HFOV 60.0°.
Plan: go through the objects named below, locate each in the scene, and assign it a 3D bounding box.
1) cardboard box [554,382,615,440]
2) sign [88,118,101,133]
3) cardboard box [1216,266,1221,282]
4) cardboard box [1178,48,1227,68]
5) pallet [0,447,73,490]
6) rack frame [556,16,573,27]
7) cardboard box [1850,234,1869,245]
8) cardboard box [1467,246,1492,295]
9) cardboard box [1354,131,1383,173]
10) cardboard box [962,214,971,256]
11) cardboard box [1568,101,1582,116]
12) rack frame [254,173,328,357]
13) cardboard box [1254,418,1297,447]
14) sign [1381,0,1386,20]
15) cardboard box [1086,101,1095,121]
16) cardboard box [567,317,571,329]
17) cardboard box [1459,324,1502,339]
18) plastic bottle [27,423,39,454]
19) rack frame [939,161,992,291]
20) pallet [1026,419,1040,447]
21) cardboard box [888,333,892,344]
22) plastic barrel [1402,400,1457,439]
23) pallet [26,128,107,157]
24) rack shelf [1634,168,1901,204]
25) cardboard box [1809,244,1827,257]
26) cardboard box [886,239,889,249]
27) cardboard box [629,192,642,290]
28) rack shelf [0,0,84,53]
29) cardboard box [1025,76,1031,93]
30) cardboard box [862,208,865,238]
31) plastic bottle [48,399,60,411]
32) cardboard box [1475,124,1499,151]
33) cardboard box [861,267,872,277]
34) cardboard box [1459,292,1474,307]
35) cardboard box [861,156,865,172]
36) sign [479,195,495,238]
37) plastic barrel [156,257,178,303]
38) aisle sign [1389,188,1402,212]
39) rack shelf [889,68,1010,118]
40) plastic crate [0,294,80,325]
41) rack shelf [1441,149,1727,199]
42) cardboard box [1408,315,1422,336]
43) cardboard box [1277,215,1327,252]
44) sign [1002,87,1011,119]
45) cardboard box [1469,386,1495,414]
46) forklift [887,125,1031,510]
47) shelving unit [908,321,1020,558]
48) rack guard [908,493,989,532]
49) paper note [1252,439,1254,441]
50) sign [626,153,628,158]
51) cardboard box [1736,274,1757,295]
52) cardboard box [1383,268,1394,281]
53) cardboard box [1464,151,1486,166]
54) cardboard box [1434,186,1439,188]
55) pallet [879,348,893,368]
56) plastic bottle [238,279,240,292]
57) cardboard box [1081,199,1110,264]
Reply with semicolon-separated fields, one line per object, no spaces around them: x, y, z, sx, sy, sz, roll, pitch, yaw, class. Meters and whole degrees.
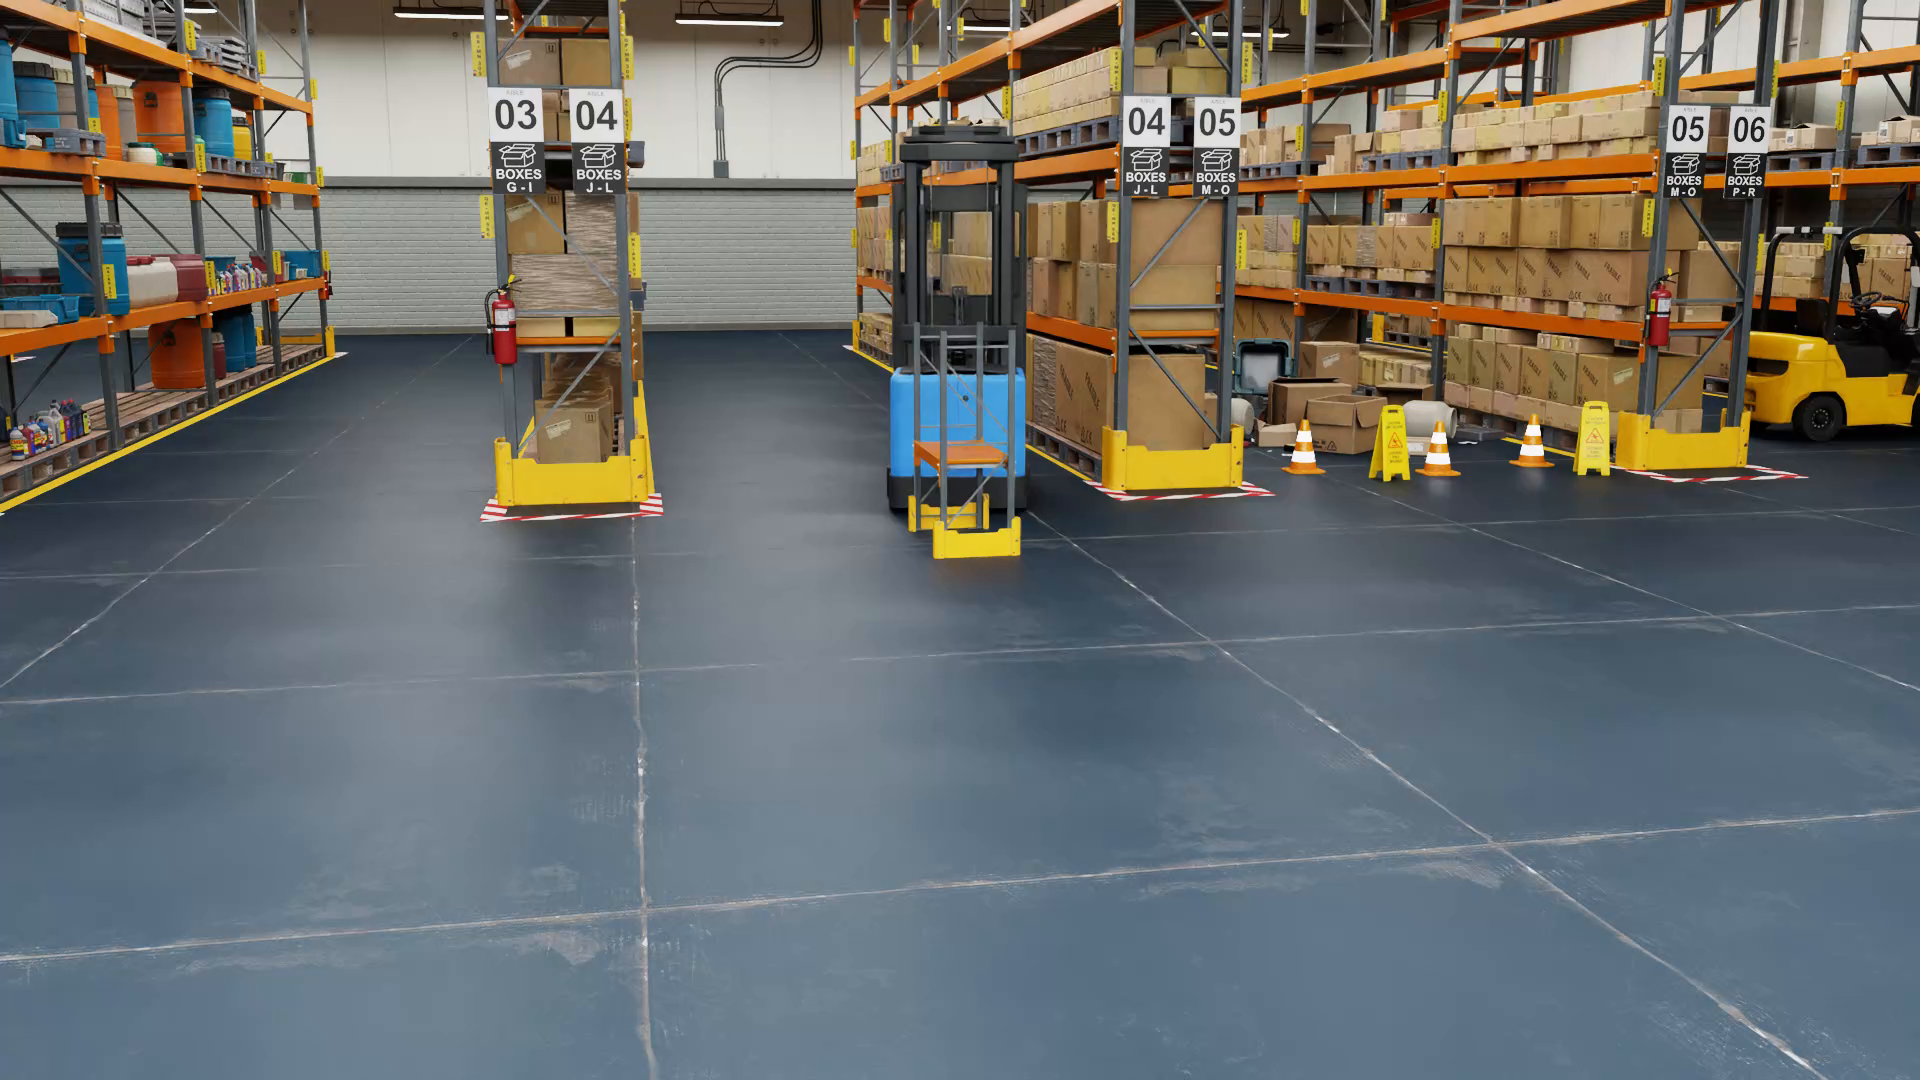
-3.513;-1.201;15.544;0.500;0.500;0.500;-3;11;-16;cardboard box
-8.184;-3.829;15.743;0.100;0.325;0.005;-2;11;-11;sign
4.226;-4.082;25.520;0.500;0.250;0.500;-2;11;-12;cardboard box
2.042;-4.011;13.875;0.380;0.149;0.250;-2;11;-10;cardboard box
-8.396;-0.614;14.358;1.003;0.211;1.213;-2;11;-11;pallet
-6.202;-7.661;27.879;1.000;3.000;0.127;-2;11;-11;rack frame
10.492;-3.499;19.260;0.380;0.149;0.250;-2;11;-10;cardboard box
5.786;-2.886;17.776;0.500;0.500;0.500;-2;11;-11;cardboard box
5.400;-4.852;20.870;0.797;0.503;0.637;-2;11;-11;cardboard box
0.416;-3.773;20.557;0.700;0.500;0.500;-2;11;-12;cardboard box
6.131;-4.170;16.100;0.380;0.149;0.250;-2;11;-13;cardboard box
-11.060;-4.534;27.493;1.000;3.000;0.127;-2;11;-11;rack frame
3.158;-1.083;16.678;0.396;0.266;0.258;0;11;-1;cardboard box
5.605;-7.073;22.082;0.100;0.325;0.005;-2;11;-11;sign
1.299;-3.689;14.313;0.380;0.149;0.250;-2;11;-10;cardboard box
-3.536;-1.884;14.245;0.380;0.149;0.250;-2;11;-11;cardboard box
5.668;-2.273;18.105;0.380;0.149;0.250;-2;11;-10;cardboard box
-8.062;-0.882;14.427;0.097;0.271;0.097;0;11;0;plastic bottle
0.239;-3.408;21.581;1.000;3.000;0.127;-2;11;-11;rack frame
1.088;-1.163;17.240;1.003;0.211;1.213;-2;11;-11;pallet
-0.912;-3.140;25.878;0.380;0.149;0.250;-2;11;-10;cardboard box
4.744;-1.198;16.857;0.512;0.421;0.421;6;12;28;plastic barrel
-8.490;-3.585;14.991;1.213;0.211;1.003;-2;11;-11;pallet
10.332;-4.541;21.436;1.077;0.370;4.000;-2;11;-11;rack shelf
10.437;-3.477;19.939;0.380;0.149;0.250;-2;11;-9;cardboard box
-0.913;-4.428;24.897;0.380;0.149;0.250;-2;11;-8;cardboard box
-3.885;-3.165;17.573;1.000;1.000;1.000;-2;11;-11;cardboard box
-8.337;-4.363;13.547;1.077;0.370;4.000;-2;11;-11;rack shelf
0.854;-4.500;16.441;0.380;0.149;0.250;-2;11;-12;cardboard box
-1.385;-5.378;28.191;0.500;0.500;0.500;-2;11;-9;cardboard box
-8.460;-1.135;15.544;0.144;0.351;0.185;-2;11;-11;plastic bottle
5.779;-4.234;17.504;0.500;0.250;0.500;-2;11;-11;cardboard box
-1.485;-4.584;28.432;0.380;0.149;0.250;-2;11;-13;cardboard box
5.700;-2.636;18.195;0.380;0.149;0.250;-2;11;-9;cardboard box
-1.384;-6.335;28.001;0.500;0.250;0.500;-2;11;-12;cardboard box
-3.638;-2.487;12.797;0.100;0.325;0.005;-2;11;-11;sign
-9.095;-2.940;18.824;0.421;0.512;0.421;0;11;0;plastic barrel
8.086;-6.534;31.052;0.394;0.787;0.004;-2;11;-11;aisle sign
-0.150;-6.172;23.052;1.077;0.370;4.000;-2;11;-11;rack shelf
-8.245;-2.067;14.929;0.499;0.251;0.616;-2;11;-11;plastic crate
6.242;-3.627;16.629;1.077;0.370;4.000;-2;11;-11;rack shelf
8.541;-3.960;30.041;0.700;0.500;0.500;-2;11;-9;cardboard box
4.718;-4.232;22.970;0.500;0.500;0.500;-2;11;-13;cardboard box
0.487;-4.535;17.255;0.100;0.325;0.005;-2;11;-11;sign
5.818;-1.513;17.855;0.500;0.250;0.500;-1;11;-8;cardboard box
0.001;-1.890;13.788;1.130;2.935;3.031;0;11;1;forklift
0.015;-0.723;11.483;0.587;1.500;1.083;-2;11;-11;shelving unit
-0.082;-0.200;12.080;0.587;0.250;0.087;-2;11;-11;rack guard
3.076;-1.030;17.046;0.172;0.023;0.155;2;11;9;paper note
-5.667;-6.601;28.174;0.100;0.325;0.005;-2;11;-11;sign
10.197;-3.248;21.139;0.500;0.250;0.500;-2;11;-11;cardboard box
5.310;-3.182;19.941;0.380;0.149;0.250;-2;11;-11;cardboard box
5.667;-4.107;17.902;0.380;0.149;0.250;-2;11;-11;cardboard box
8.477;-6.208;28.942;0.380;0.149;0.250;-2;11;-10;cardboard box
-0.704;-2.894;26.337;1.003;0.211;1.213;-2;11;-11;pallet
-9.599;-3.395;22.042;0.097;0.201;0.097;0;11;0;plastic bottle
1.563;-2.712;14.635;0.875;0.550;0.550;-2;11;-11;cardboard box
